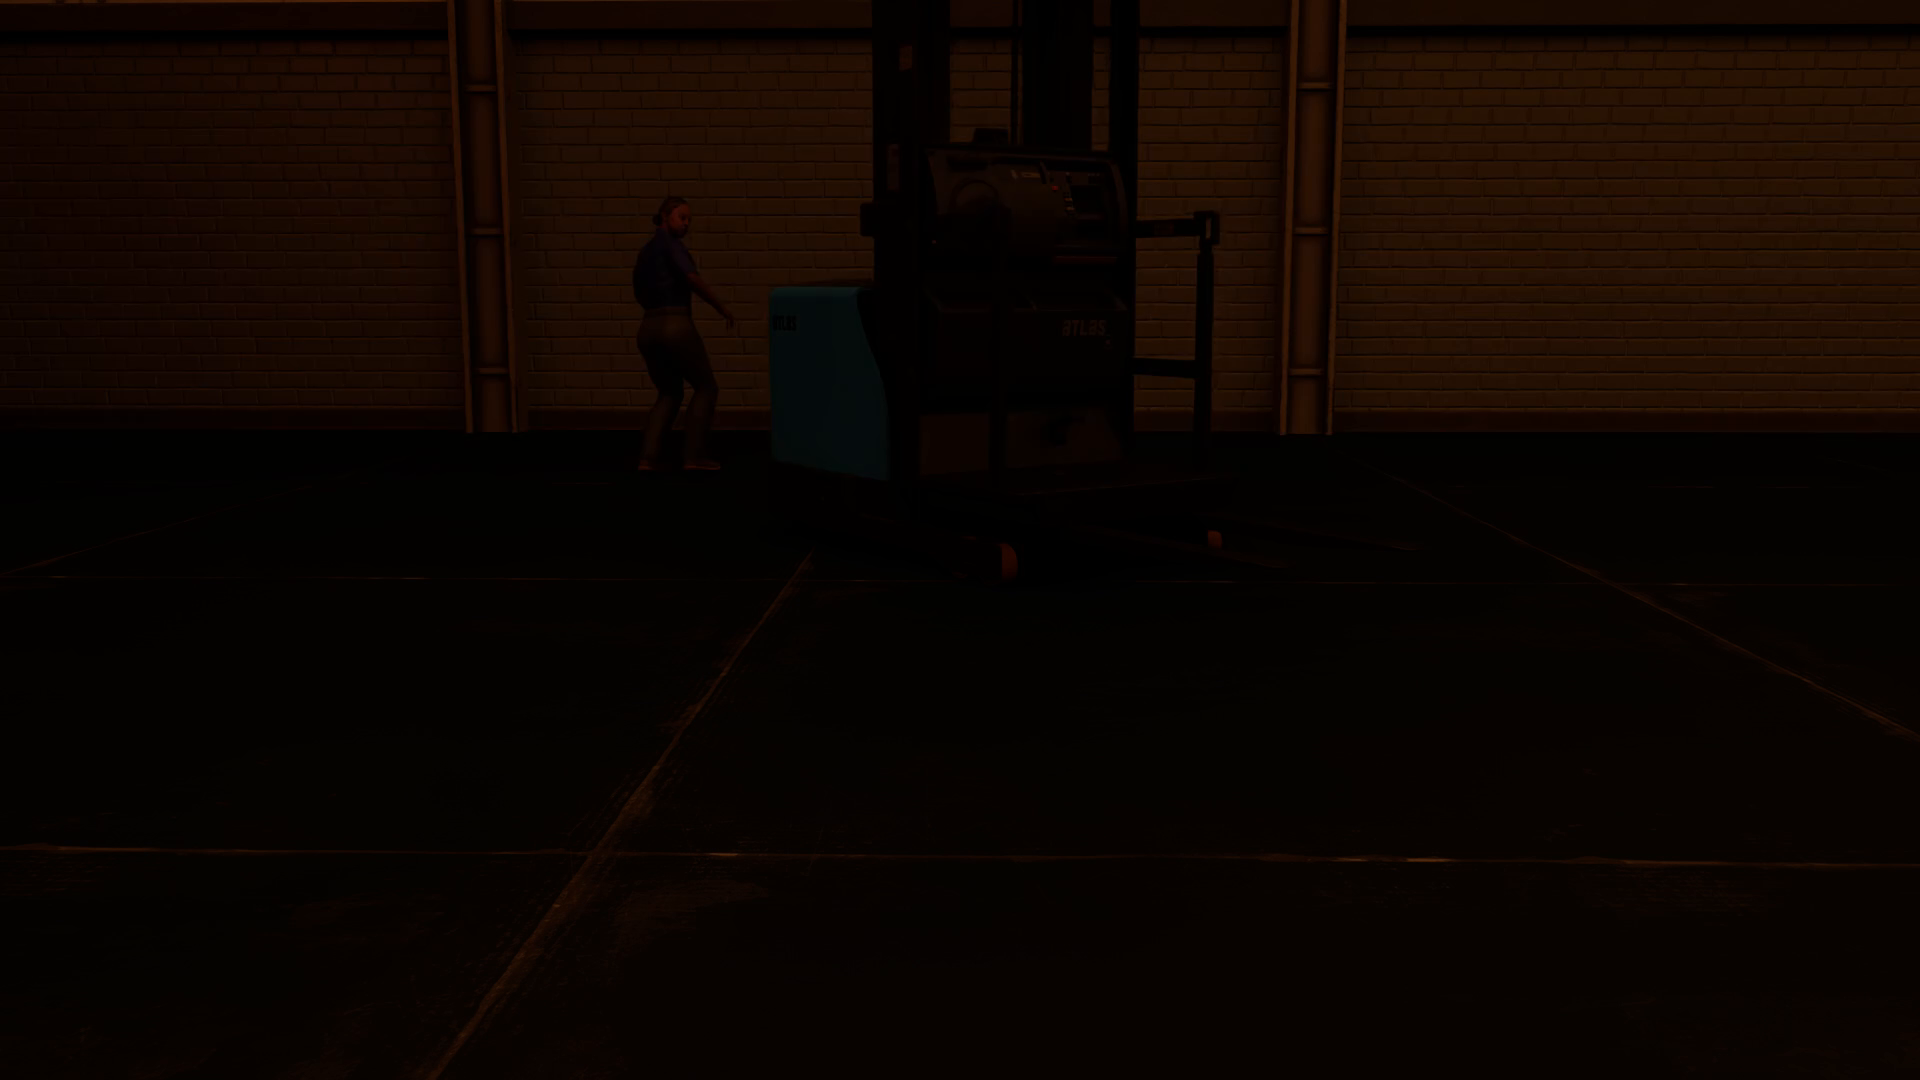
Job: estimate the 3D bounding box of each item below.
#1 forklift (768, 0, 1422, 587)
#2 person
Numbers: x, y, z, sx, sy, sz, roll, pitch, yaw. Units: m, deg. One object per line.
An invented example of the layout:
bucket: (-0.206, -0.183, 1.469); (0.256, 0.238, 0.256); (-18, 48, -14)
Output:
forklift: (0.391, -1.360, 6.321); (1.130, 2.935, 3.031); (-6, 10, -34)
person: (-1.632, -1.173, 9.635); (0.690, 1.608, 0.523); (8, 12, 42)
